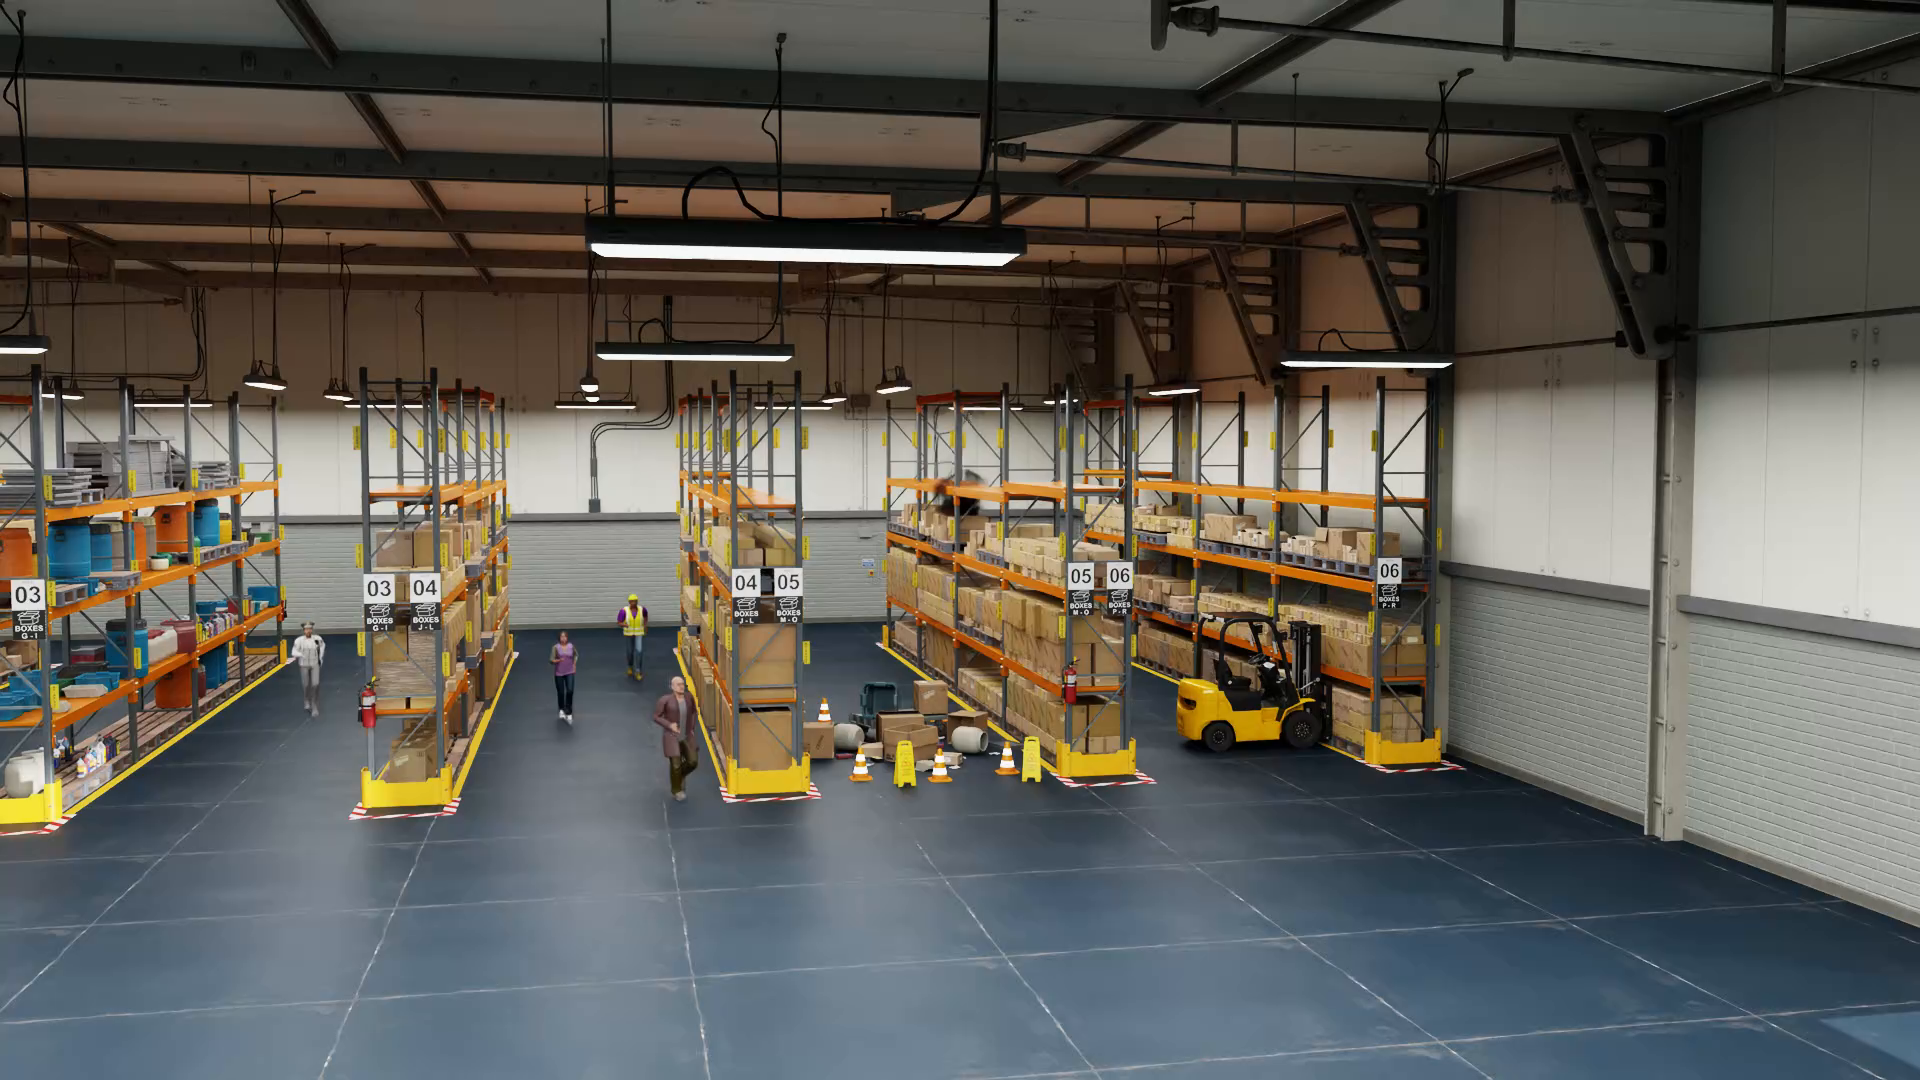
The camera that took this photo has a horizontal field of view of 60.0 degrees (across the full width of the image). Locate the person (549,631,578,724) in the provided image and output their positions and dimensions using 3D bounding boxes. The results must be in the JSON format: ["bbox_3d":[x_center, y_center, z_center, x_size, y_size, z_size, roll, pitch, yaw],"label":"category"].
[{"bbox_3d":[-7.051,2.438,29.633,0.518,1.625,0.687,-1,4,-17],"label":"person"}]

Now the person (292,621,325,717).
[{"bbox_3d":[-11.969,2.334,30.564,0.562,1.719,0.857,-1,4,-19],"label":"person"}]

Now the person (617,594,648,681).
[{"bbox_3d":[-6.891,2.026,35.033,0.640,1.796,0.890,-1,3,-12],"label":"person"}]

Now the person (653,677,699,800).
[{"bbox_3d":[-3.907,2.765,23.149,0.710,1.737,0.633,-2,4,-34],"label":"person"}]
